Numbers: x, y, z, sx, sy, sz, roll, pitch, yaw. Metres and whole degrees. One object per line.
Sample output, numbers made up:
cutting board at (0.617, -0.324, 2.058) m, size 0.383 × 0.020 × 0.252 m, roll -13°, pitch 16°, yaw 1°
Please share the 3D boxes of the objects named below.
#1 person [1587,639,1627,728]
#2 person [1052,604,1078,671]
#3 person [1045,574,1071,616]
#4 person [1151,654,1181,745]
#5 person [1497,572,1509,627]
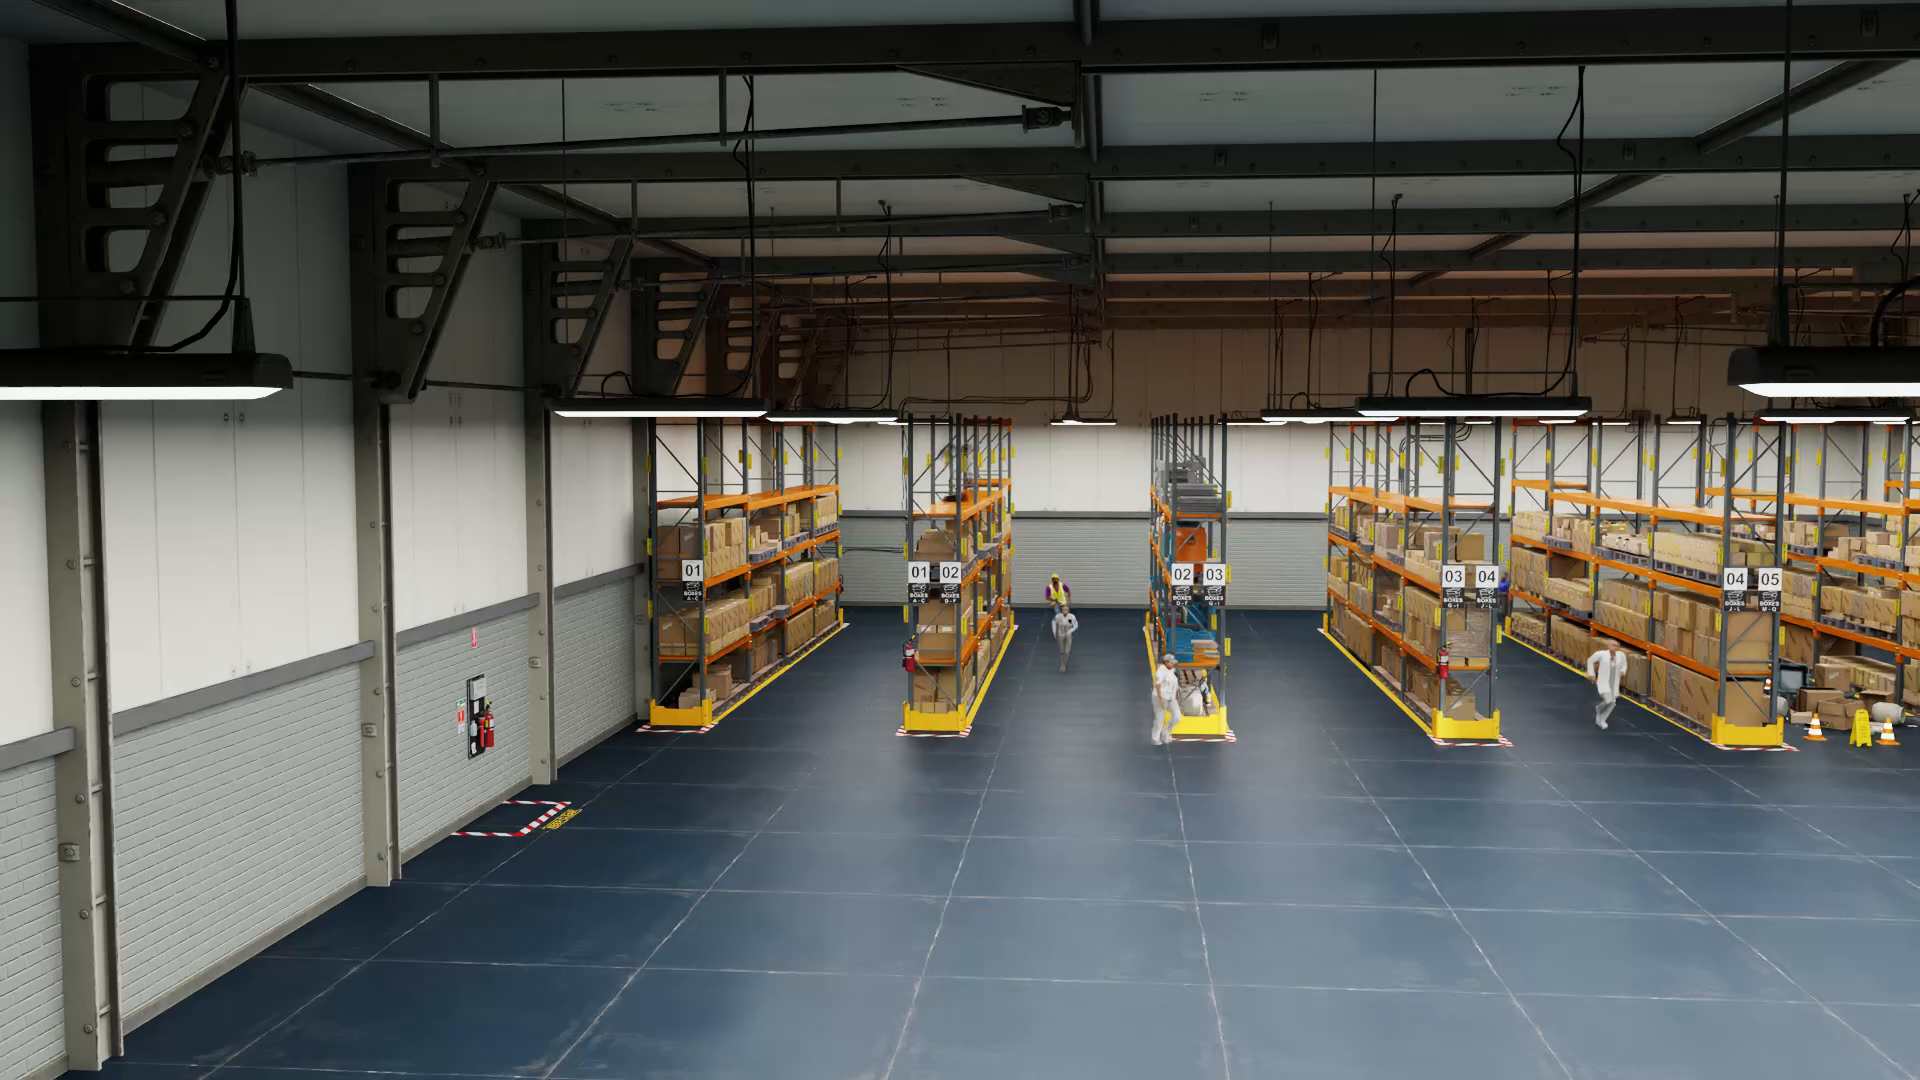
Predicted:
person at (12.327, 2.731, 31.567) m, size 0.674 × 1.716 × 0.735 m, roll -1°, pitch 4°, yaw -8°
person at (2.475, 2.294, 39.278) m, size 0.607 × 1.619 × 0.689 m, roll 0°, pitch 4°, yaw 0°
person at (2.720, 1.778, 46.076) m, size 0.706 × 1.667 × 0.526 m, roll 0°, pitch 4°, yaw 1°
person at (3.730, 2.895, 30.067) m, size 0.532 × 1.684 × 0.460 m, roll -3°, pitch 5°, yaw -38°
person at (15.484, 1.752, 47.353) m, size 0.694 × 1.709 × 0.569 m, roll -2°, pitch 5°, yaw -33°
